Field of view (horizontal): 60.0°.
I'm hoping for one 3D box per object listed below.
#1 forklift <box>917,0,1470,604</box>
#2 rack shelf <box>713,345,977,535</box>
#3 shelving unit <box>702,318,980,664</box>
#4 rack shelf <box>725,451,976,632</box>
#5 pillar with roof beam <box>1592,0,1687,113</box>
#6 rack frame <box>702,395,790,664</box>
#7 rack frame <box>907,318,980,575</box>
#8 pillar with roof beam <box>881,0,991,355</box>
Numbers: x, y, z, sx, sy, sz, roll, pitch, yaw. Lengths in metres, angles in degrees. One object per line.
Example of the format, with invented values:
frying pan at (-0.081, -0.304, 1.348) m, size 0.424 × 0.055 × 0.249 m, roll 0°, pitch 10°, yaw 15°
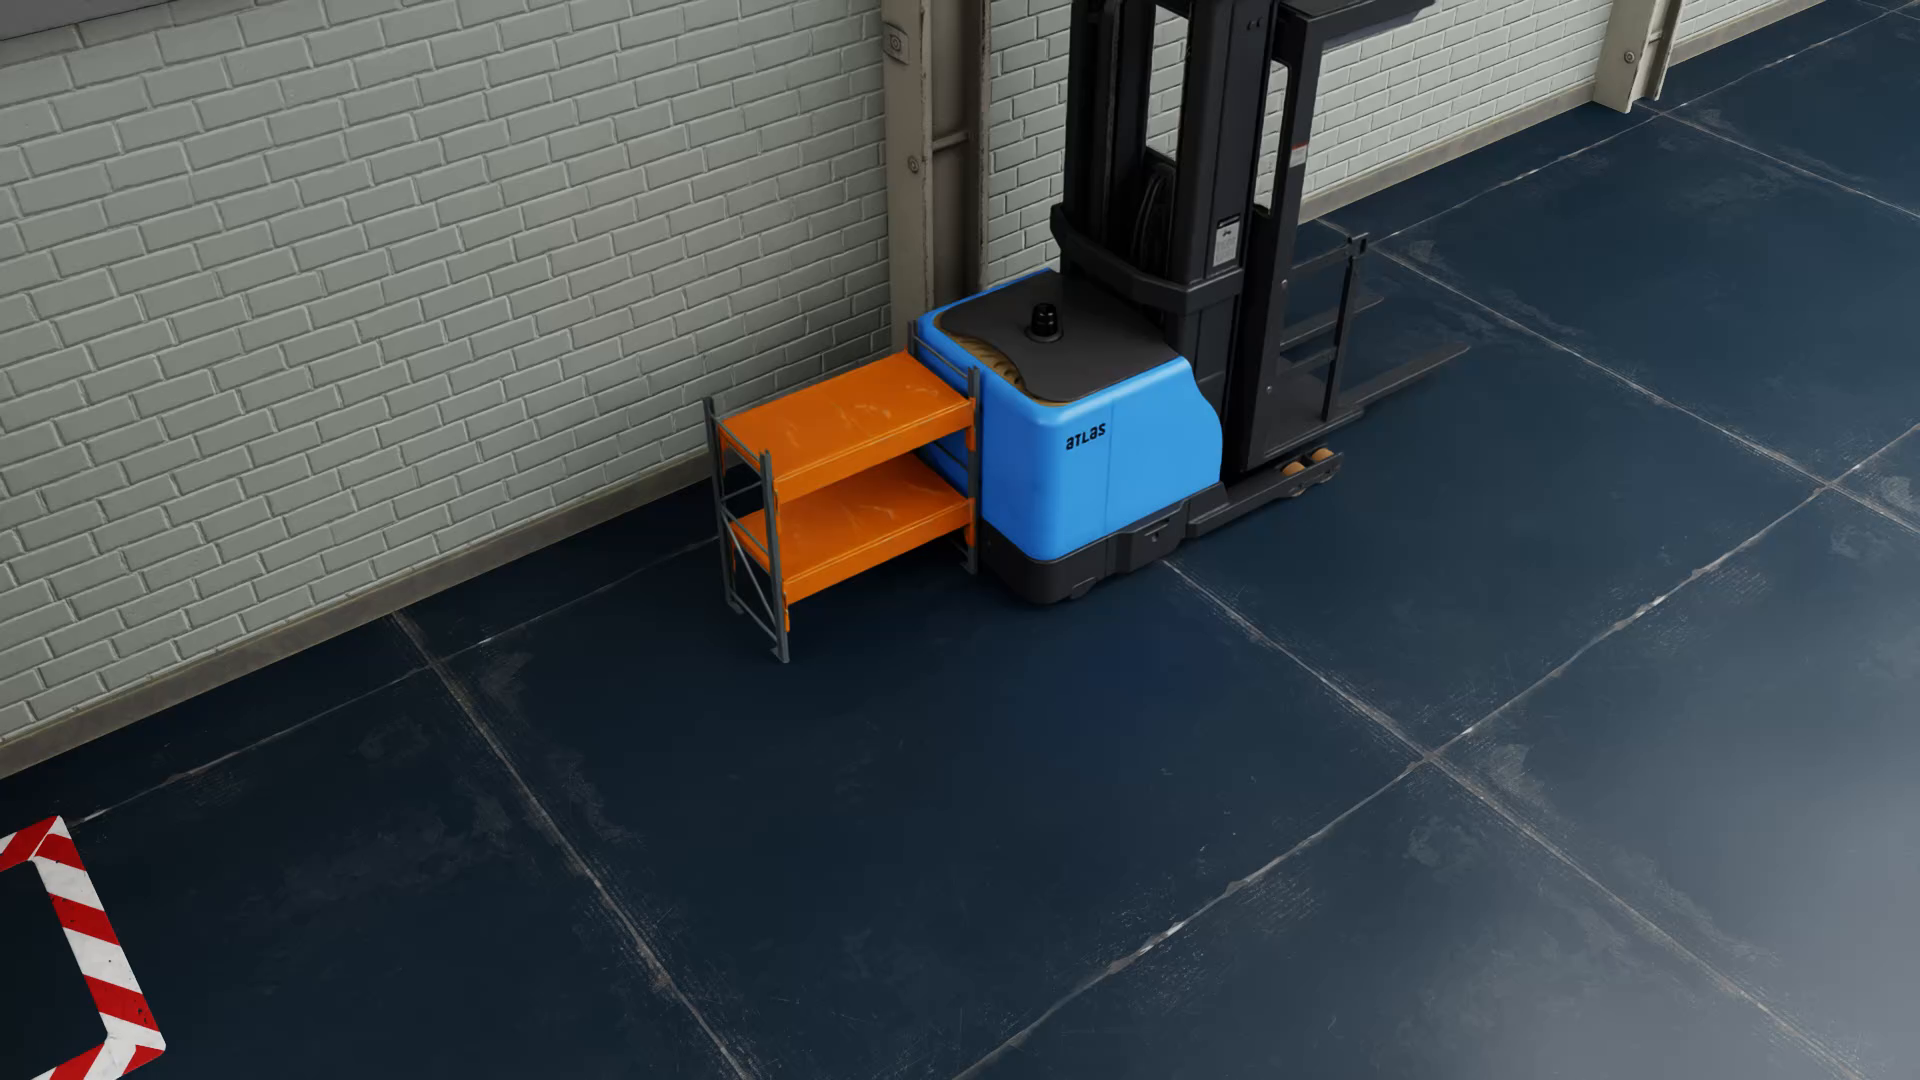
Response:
forklift at (1.272, -1.595, 7.517) m, size 3.031 × 2.935 × 1.130 m, roll -25°, pitch 45°, yaw -27°
rack shelf at (-0.487, -0.444, 7.076) m, size 1.000 × 0.278 × 0.538 m, roll -25°, pitch 45°, yaw -27°
shelving unit at (-0.487, -0.217, 7.262) m, size 1.048 × 1.125 × 0.538 m, roll -25°, pitch 45°, yaw -27°
rack shelf at (-0.487, -0.028, 7.417) m, size 1.000 × 0.278 × 0.538 m, roll -25°, pitch 45°, yaw -27°
pillar with roof beam at (7.274, -4.409, 6.163) m, size 0.400 × 9.000 × 9.100 m, roll -26°, pitch 46°, yaw -28°
rack frame at (-0.900, -0.029, 7.032) m, size 0.032 × 1.125 × 0.500 m, roll -25°, pitch 45°, yaw -27°
rack frame at (-0.075, -0.406, 7.491) m, size 0.032 × 1.125 × 0.500 m, roll -25°, pitch 45°, yaw -27°
pillar with roof beam at (2.517, -2.090, 3.336) m, size 0.400 × 9.000 × 9.100 m, roll -26°, pitch 46°, yaw -28°
